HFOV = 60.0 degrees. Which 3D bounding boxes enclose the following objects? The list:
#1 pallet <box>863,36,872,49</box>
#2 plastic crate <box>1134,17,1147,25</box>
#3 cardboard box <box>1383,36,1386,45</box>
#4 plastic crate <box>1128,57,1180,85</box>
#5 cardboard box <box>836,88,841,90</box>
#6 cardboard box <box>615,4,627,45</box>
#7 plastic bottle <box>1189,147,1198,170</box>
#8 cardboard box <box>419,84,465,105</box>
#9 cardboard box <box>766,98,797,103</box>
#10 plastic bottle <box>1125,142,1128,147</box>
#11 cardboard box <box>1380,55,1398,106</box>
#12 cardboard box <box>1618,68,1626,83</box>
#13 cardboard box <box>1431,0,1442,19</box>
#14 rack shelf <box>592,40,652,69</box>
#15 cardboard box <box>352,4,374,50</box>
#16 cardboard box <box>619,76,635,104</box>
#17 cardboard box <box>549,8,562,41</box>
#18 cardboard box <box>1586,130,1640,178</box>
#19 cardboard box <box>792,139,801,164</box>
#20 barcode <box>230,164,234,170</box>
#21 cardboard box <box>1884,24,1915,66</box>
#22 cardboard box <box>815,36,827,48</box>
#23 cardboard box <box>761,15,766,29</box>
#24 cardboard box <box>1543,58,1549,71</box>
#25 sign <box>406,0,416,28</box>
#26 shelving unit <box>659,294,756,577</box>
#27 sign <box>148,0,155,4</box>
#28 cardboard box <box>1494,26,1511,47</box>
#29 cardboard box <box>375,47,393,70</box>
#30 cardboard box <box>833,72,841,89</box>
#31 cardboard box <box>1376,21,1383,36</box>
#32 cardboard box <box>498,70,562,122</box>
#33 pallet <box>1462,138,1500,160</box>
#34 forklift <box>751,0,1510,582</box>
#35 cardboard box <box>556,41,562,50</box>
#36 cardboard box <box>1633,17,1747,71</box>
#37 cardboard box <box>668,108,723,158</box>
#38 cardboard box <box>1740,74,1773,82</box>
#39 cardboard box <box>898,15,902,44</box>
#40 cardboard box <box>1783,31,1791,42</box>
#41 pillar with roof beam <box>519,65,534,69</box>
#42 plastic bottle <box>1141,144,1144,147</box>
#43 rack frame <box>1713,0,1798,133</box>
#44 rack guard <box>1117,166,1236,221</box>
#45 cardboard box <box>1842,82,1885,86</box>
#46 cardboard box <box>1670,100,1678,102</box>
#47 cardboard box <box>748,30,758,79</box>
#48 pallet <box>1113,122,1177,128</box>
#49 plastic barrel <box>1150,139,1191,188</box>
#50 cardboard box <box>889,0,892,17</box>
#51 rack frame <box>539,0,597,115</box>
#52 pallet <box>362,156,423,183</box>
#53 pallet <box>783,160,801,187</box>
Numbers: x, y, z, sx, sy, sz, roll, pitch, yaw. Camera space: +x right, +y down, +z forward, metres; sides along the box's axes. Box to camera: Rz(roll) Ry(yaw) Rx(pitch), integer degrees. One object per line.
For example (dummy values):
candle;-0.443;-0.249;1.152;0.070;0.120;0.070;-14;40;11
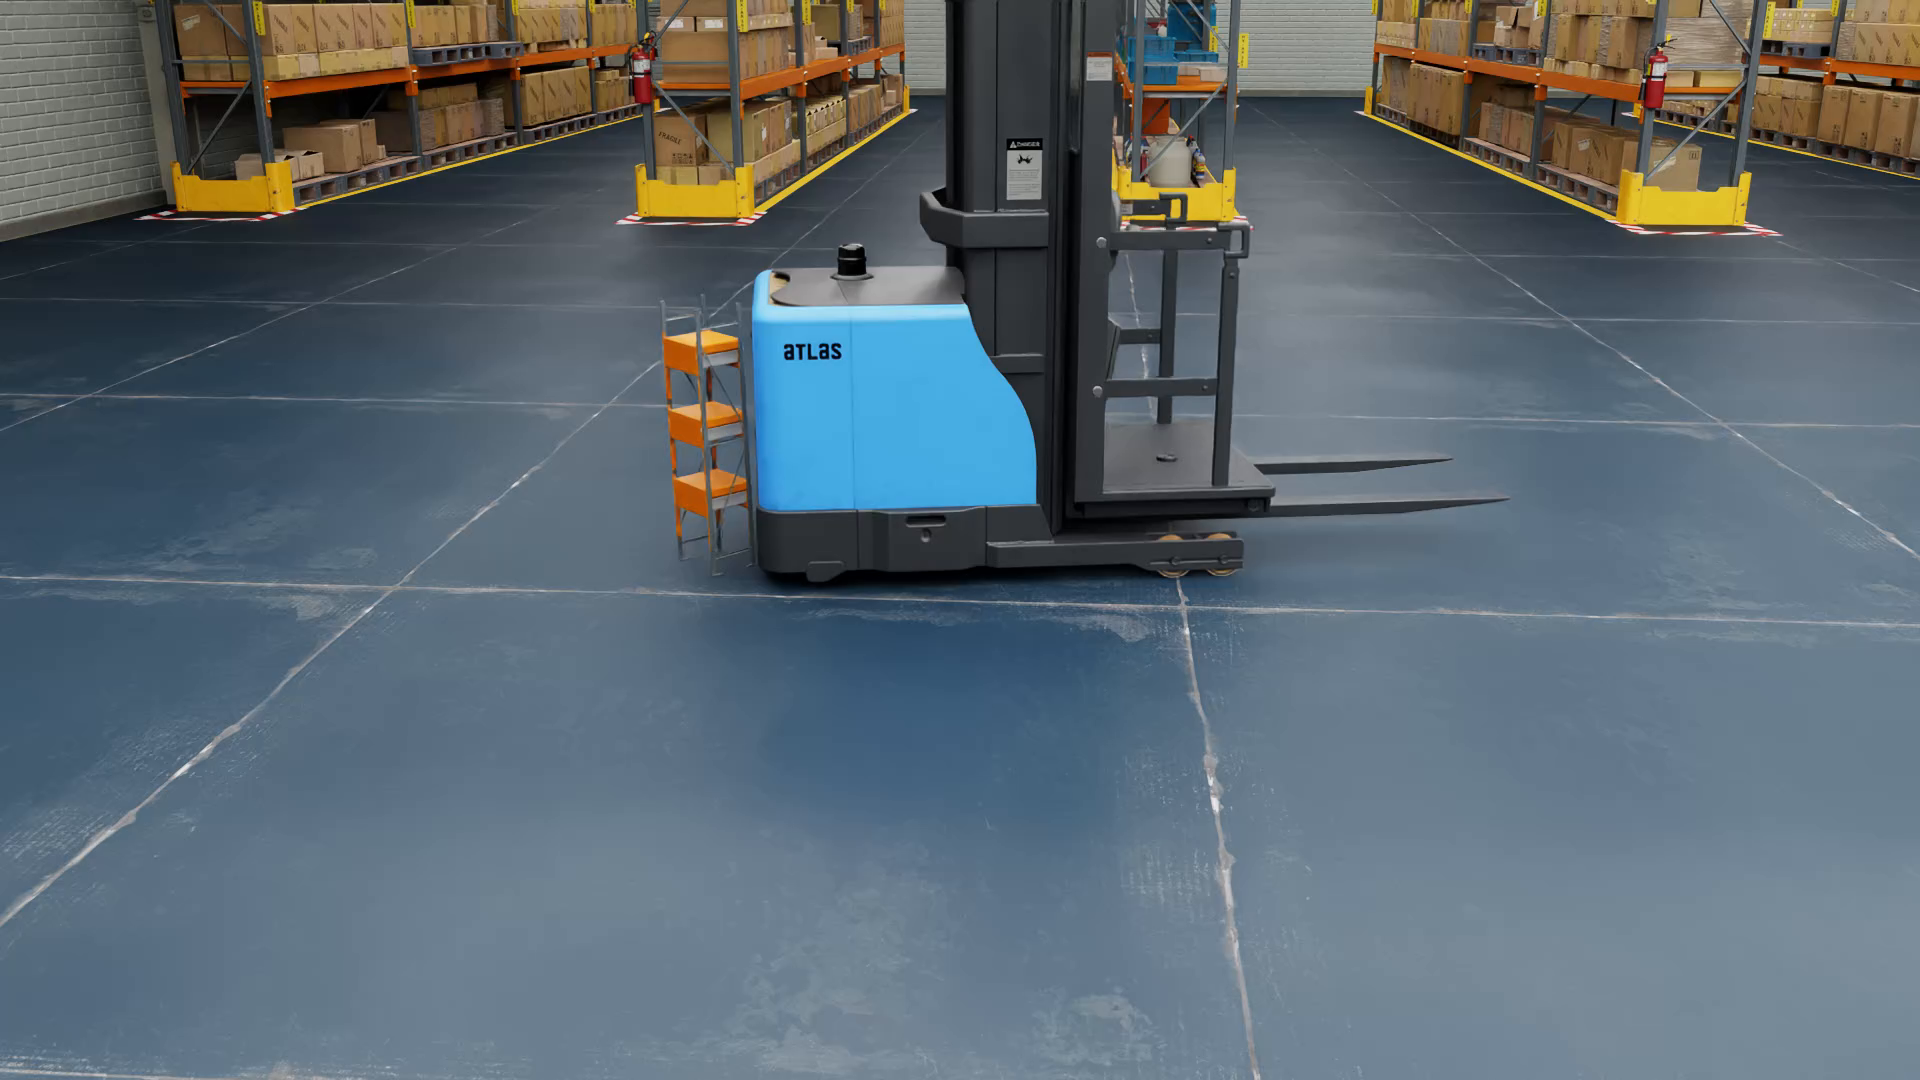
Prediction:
pallet;-2.023;-8.176;27.367;1.003;0.211;1.213;1;18;4
plastic crate;3.533;-9.581;31.193;0.616;0.435;0.499;1;18;4
cardboard box;7.904;-9.071;30.192;0.380;0.149;0.250;1;18;3
plastic crate;1.961;-4.766;16.890;0.499;0.251;0.616;1;18;4
cardboard box;-2.205;-7.069;26.987;0.500;0.500;0.500;2;18;5
cardboard box;-6.642;-9.386;30.270;0.980;0.700;0.700;0;18;1
plastic bottle;2.699;-4.415;19.247;0.152;0.276;0.135;2;18;5
cardboard box;-7.219;-6.198;23.124;0.500;0.250;0.500;1;18;4
cardboard box;-2.503;-6.111;23.597;0.500;0.311;0.500;1;18;3
plastic bottle;2.054;-4.642;19.939;0.152;0.276;0.135;2;18;6
cardboard box;8.345;-8.523;30.854;0.875;0.875;0.875;1;18;4
cardboard box;6.997;-4.772;17.072;0.380;0.149;0.250;1;18;4
cardboard box;7.986;-8.617;26.631;0.797;0.503;0.637;1;18;2
rack shelf;-6.654;-8.902;30.429;1.077;0.370;4.000;1;18;4
cardboard box;-7.174;-5.968;19.323;0.500;0.500;0.500;1;18;2
cardboard box;-6.497;-8.502;31.392;0.700;0.500;0.500;1;18;4
cardboard box;-6.681;-8.202;26.468;0.500;0.500;0.500;2;18;5
cardboard box;7.382;-4.322;18.637;0.500;0.500;0.500;0;18;-1
cardboard box;-2.245;-4.773;20.413;0.500;0.250;0.500;1;18;4
barcode;-7.916;-4.059;18.090;0.001;0.075;0.075;1;18;4
cardboard box;12.268;-6.352;21.329;0.500;0.500;0.500;1;18;3
cardboard box;-2.213;-7.117;23.968;0.500;0.311;0.500;2;18;7
cardboard box;-2.363;-5.737;18.411;0.380;0.149;0.250;1;18;4
cardboard box;7.135;-5.627;19.682;0.380;0.149;0.250;1;18;4
sign;-6.830;-6.540;20.674;0.100;0.325;0.005;1;18;4
shelving unit;-0.977;-0.405;6.464;0.215;1.050;0.252;-17;24;-38
sign;-8.210;-5.615;16.875;0.100;0.325;0.005;1;18;4
cardboard box;7.388;-6.662;22.003;0.500;0.250;0.500;1;18;2
cardboard box;-7.147;-5.768;19.918;0.500;0.250;0.500;1;18;4
cardboard box;-2.206;-7.436;26.902;0.500;0.250;0.500;1;18;4
cardboard box;8.007;-9.460;30.741;0.500;0.250;0.500;1;18;2
cardboard box;-6.832;-7.056;26.417;0.750;0.750;0.750;1;18;4
pallet;7.680;-5.481;23.311;1.003;0.211;1.213;1;18;4
forklift;0.689;-1.406;6.507;3.031;2.935;1.130;-2;18;-6
cardboard box;-6.674;-8.008;26.916;0.380;0.149;0.250;1;18;2
cardboard box;7.231;-4.923;16.492;0.875;0.500;0.500;1;18;4
cardboard box;-2.918;-4.520;18.437;0.500;0.500;0.500;1;18;4
cardboard box;12.647;-7.293;26.500;0.500;0.250;0.500;0;18;1
cardboard box;-1.364;-9.497;30.928;0.500;0.500;0.500;1;18;4
cardboard box;12.313;-7.385;24.372;0.380;0.149;0.250;1;18;3
pillar with roof beam;-3.316;-11.614;27.916;9.100;9.000;0.400;1;18;4
plastic bottle;2.149;-4.540;19.638;0.097;0.271;0.097;0;18;0
rack frame;12.964;-8.149;26.975;1.000;3.000;0.127;1;18;4
rack guard;2.182;-3.512;16.837;1.175;0.500;0.348;1;18;4
cardboard box;12.968;-6.484;24.028;0.500;0.250;0.500;0;18;1
cardboard box;12.901;-7.897;29.632;0.380;0.149;0.250;0;18;1
cardboard box;-2.596;-5.296;18.108;0.700;0.500;0.500;1;18;4
pallet;2.902;-6.458;26.293;1.003;0.211;1.213;1;18;4
plastic barrel;2.194;-3.898;17.323;0.421;0.512;0.421;0;18;0
cardboard box;-1.468;-9.496;29.320;0.500;0.500;0.500;1;18;2
rack frame;-6.798;-8.623;28.421;1.000;3.000;0.127;1;18;4
pallet;-7.384;-4.604;20.634;1.003;0.211;1.213;1;18;4
pallet;-2.529;-4.458;20.188;1.003;0.211;1.213;1;18;4
